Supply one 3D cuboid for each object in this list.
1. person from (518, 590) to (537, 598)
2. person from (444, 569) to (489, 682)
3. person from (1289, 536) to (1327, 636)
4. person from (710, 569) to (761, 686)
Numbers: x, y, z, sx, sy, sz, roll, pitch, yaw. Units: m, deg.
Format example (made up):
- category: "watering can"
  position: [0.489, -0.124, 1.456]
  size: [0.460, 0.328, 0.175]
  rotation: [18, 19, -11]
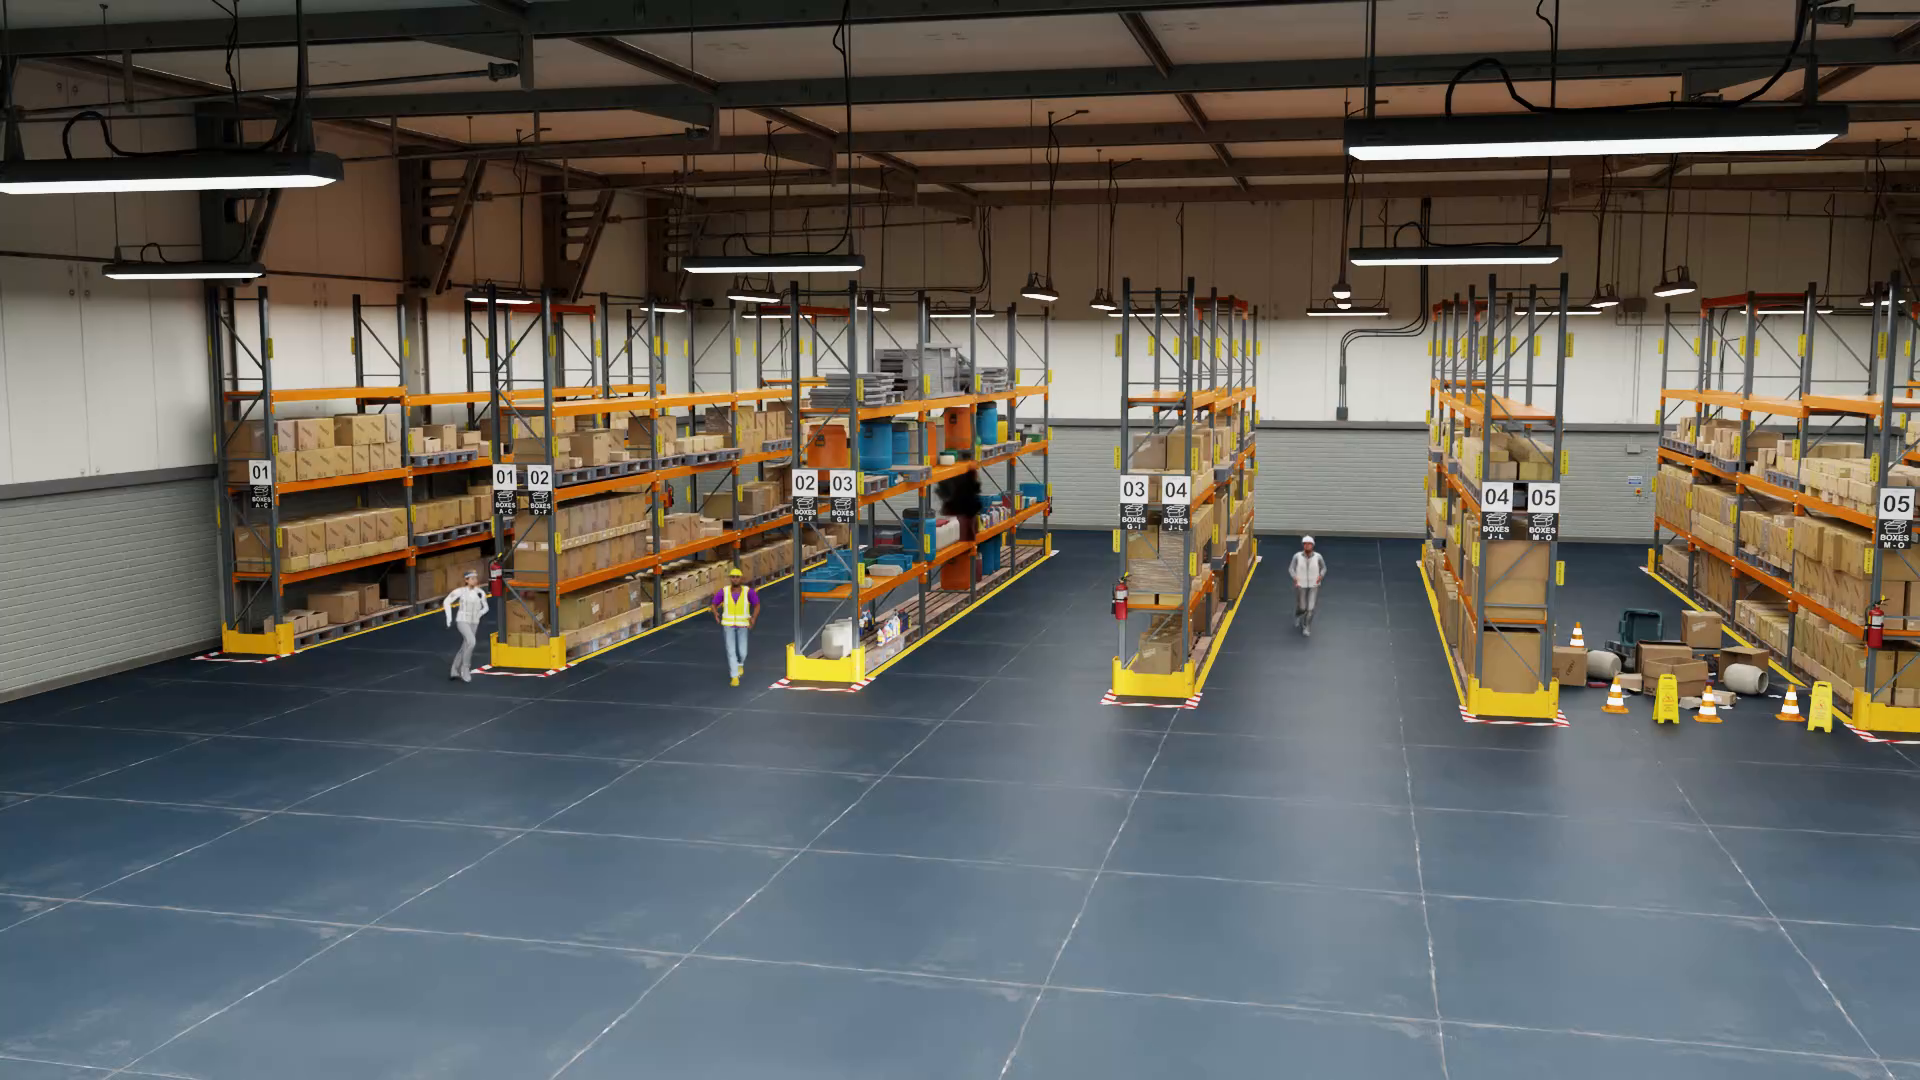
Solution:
- category: "person"
  position: [-7.884, 0.685, 30.578]
  size: [0.563, 1.624, 0.533]
  rotation: [1, 7, 5]
- category: "person"
  position: [-7.436, 1.274, 25.233]
  size: [0.648, 1.662, 0.595]
  rotation: [6, 9, 44]
- category: "person"
  position: [6.109, 0.799, 29.194]
  size: [0.656, 1.746, 0.627]
  rotation: [1, 7, 8]
- category: "person"
  position: [-3.375, 1.292, 24.991]
  size: [0.745, 1.739, 0.623]
  rotation: [0, 7, -4]
